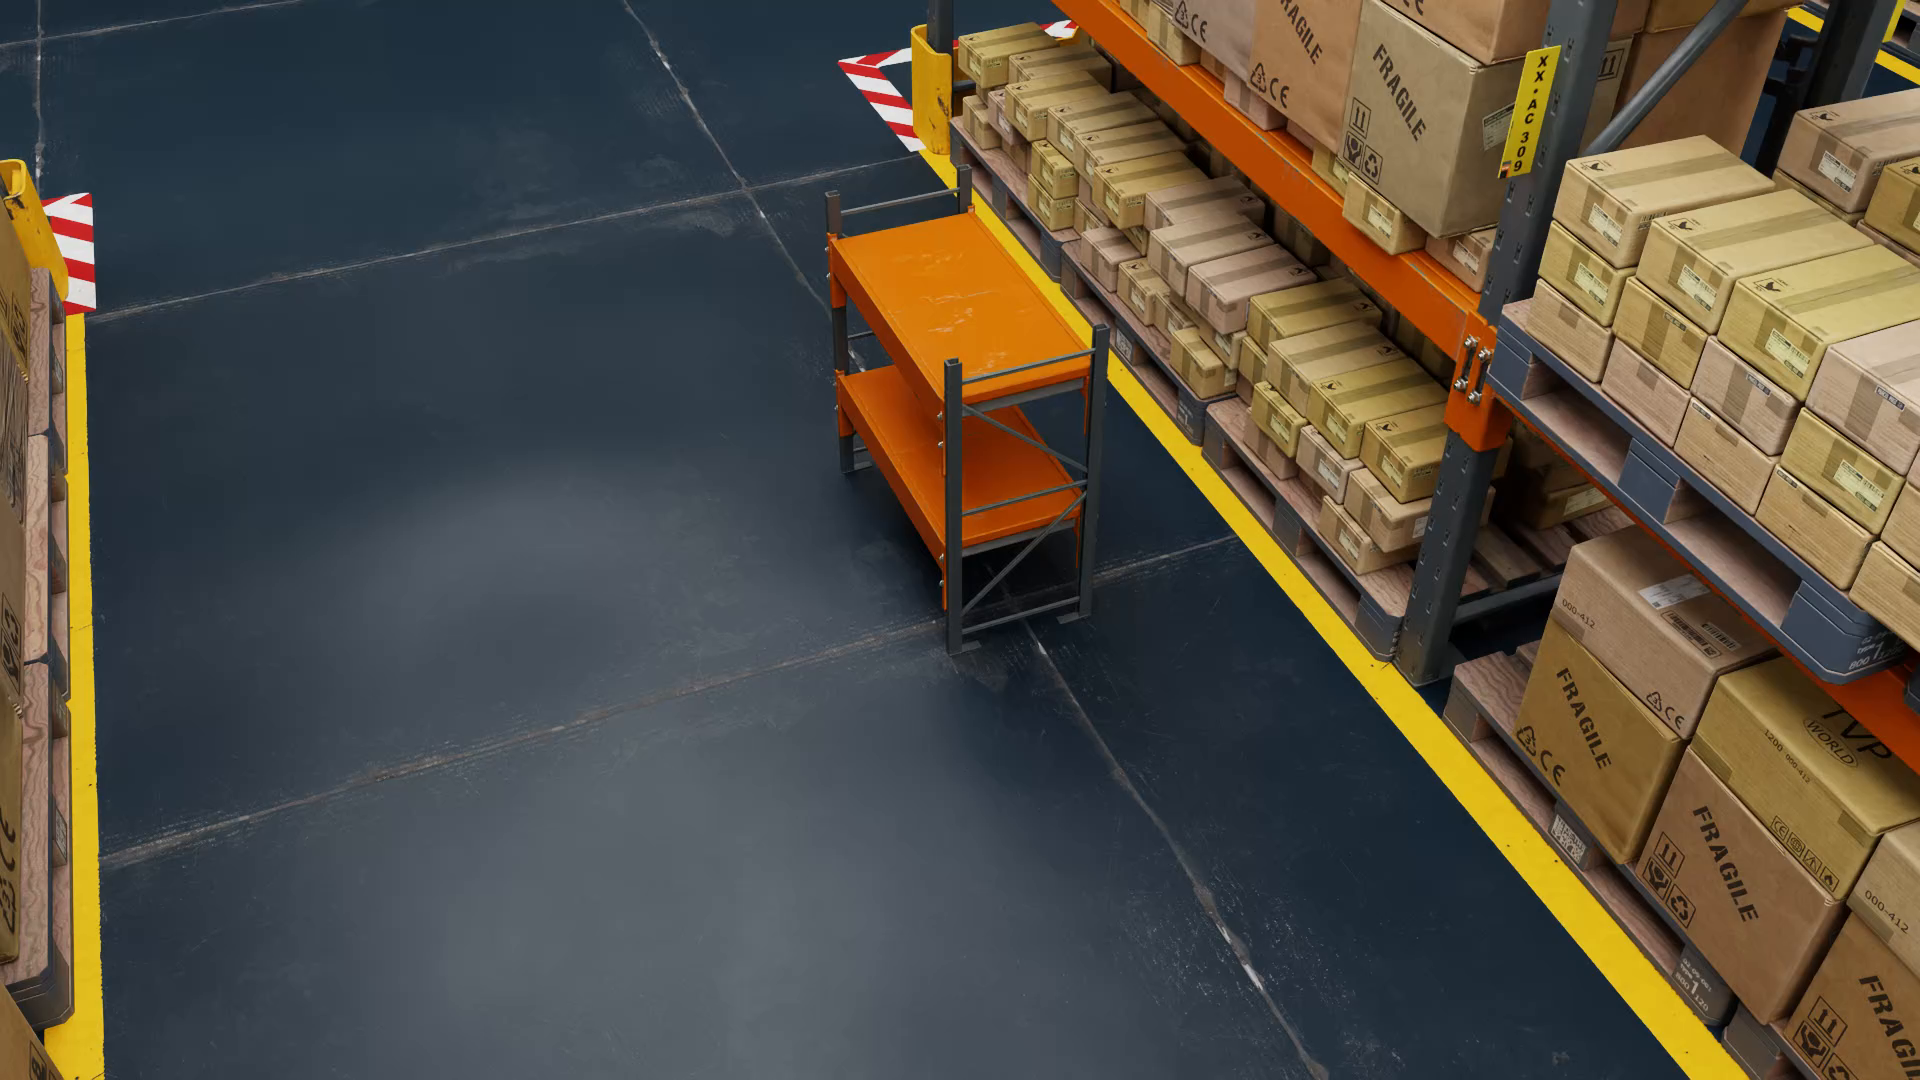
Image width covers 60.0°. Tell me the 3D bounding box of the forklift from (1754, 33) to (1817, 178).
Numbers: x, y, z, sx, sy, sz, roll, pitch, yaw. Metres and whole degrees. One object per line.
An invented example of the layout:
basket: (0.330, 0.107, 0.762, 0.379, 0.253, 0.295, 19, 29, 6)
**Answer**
forklift: (2.951, -2.141, 5.992, 3.031, 2.935, 1.130, 25, 47, 26)

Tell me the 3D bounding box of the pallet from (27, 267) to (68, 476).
pallet: (-3.915, -0.543, 6.220, 1.003, 0.211, 1.213, -15, 43, -17)

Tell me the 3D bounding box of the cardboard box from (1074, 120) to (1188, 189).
cardboard box: (0.678, -1.525, 6.631, 0.380, 0.149, 0.250, -14, 43, -15)

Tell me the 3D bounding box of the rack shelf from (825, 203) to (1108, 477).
rack shelf: (-0.003, -0.652, 5.197, 0.538, 0.278, 1.000, -15, 43, -17)

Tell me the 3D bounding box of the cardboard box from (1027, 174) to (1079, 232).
cardboard box: (0.507, -1.455, 7.006, 0.380, 0.149, 0.250, -15, 43, -16)

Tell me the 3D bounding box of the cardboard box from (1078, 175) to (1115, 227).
cardboard box: (0.707, -1.428, 6.747, 0.380, 0.149, 0.250, -17, 44, -19)

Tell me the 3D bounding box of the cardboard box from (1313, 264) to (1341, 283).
cardboard box: (1.525, -0.922, 6.157, 0.380, 0.149, 0.250, -13, 42, -15)

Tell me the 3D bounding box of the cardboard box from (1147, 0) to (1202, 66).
cardboard box: (0.869, -1.772, 5.702, 0.380, 0.149, 0.250, -14, 43, -16)

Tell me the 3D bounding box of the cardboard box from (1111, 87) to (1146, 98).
cardboard box: (0.844, -2.013, 7.426, 0.380, 0.149, 0.250, -16, 43, -18)

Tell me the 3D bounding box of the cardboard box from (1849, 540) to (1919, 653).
cardboard box: (1.981, 0.080, 3.227, 0.380, 0.149, 0.250, -17, 44, -19)

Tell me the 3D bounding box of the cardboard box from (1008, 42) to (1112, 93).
cardboard box: (0.432, -2.007, 7.191, 0.380, 0.149, 0.250, -14, 43, -16)

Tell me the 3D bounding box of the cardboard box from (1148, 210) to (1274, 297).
cardboard box: (0.915, -1.050, 6.079, 0.380, 0.149, 0.250, -17, 43, -18)

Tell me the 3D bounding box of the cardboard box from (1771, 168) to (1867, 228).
cardboard box: (2.194, -0.816, 4.041, 0.380, 0.149, 0.250, -14, 43, -16)

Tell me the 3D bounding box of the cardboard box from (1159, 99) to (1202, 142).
cardboard box: (1.065, -1.825, 6.980, 0.380, 0.149, 0.250, -17, 43, -19)

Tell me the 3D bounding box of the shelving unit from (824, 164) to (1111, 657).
shelving unit: (-0.003, -0.431, 5.388, 0.538, 1.125, 1.048, -15, 43, -17)

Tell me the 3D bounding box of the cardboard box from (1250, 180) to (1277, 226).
cardboard box: (1.344, -1.340, 6.416, 0.380, 0.149, 0.250, -15, 43, -17)

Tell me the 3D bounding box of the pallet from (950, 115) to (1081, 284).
pallet: (0.636, -1.638, 7.493, 1.003, 0.211, 1.213, -15, 43, -17)

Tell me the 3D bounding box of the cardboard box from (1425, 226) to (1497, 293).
cardboard box: (1.533, -0.848, 4.628, 0.380, 0.149, 0.250, -16, 43, -17)

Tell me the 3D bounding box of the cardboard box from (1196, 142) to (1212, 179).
cardboard box: (1.205, -1.562, 6.902, 0.380, 0.149, 0.250, -14, 43, -16)

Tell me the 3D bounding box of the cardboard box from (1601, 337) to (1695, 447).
cardboard box: (1.696, -0.376, 3.757, 0.380, 0.149, 0.250, -14, 43, -16)

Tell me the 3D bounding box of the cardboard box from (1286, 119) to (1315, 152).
cardboard box: (1.252, -1.324, 5.182, 0.380, 0.149, 0.250, -16, 43, -18)

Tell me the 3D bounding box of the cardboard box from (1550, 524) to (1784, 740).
cardboard box: (1.898, 0.186, 4.253, 0.500, 0.250, 0.500, -17, 44, -19)

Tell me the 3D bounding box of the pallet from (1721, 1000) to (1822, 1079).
pallet: (2.629, 1.432, 3.922, 1.003, 0.211, 1.213, -15, 43, -17)

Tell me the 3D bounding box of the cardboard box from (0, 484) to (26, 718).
cardboard box: (-3.285, 0.034, 4.718, 0.875, 0.875, 0.875, -15, 43, -17)

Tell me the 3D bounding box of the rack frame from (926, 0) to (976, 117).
rack frame: (0.328, -3.239, 7.216, 1.000, 3.000, 0.127, -15, 43, -17)

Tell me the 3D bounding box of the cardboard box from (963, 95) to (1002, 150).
cardboard box: (0.233, -1.922, 7.549, 0.380, 0.149, 0.250, -14, 43, -16)

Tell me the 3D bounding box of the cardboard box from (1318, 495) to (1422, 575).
cardboard box: (1.394, -0.059, 5.383, 0.380, 0.149, 0.250, -15, 43, -16)

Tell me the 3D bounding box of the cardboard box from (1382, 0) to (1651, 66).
cardboard box: (1.429, -1.575, 4.209, 0.500, 0.500, 0.500, -17, 43, -18)

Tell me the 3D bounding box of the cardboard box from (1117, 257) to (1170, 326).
cardboard box: (0.837, -0.993, 6.469, 0.380, 0.149, 0.250, -15, 43, -17)

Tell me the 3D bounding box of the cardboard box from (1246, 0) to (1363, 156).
cardboard box: (1.215, -1.514, 4.905, 0.500, 0.500, 0.500, -16, 43, -18)

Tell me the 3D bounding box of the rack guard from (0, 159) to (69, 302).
rack guard: (-4.302, -1.129, 6.680, 1.175, 0.500, 0.348, -15, 43, -17)

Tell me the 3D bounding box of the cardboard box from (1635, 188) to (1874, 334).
cardboard box: (1.697, -0.601, 3.562, 0.380, 0.149, 0.250, -14, 43, -16)

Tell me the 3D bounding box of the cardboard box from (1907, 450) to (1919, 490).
cardboard box: (1.984, -0.140, 3.027, 0.380, 0.149, 0.250, -15, 43, -17)

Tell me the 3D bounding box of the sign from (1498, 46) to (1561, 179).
sign: (1.360, -1.018, 3.969, 0.100, 0.325, 0.005, -15, 43, -17)

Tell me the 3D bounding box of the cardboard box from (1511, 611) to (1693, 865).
cardboard box: (1.897, 0.470, 4.498, 0.500, 0.500, 0.500, -14, 43, -15)

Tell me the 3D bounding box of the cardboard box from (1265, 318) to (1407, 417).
cardboard box: (1.246, -0.575, 5.526, 0.380, 0.149, 0.250, -15, 43, -17)

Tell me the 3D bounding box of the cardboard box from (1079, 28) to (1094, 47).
cardboard box: (0.765, -2.287, 7.517, 0.380, 0.149, 0.250, -15, 43, -16)

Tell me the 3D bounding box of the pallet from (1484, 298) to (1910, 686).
pallet: (2.017, -0.260, 3.899, 1.003, 0.211, 1.213, -15, 43, -17)

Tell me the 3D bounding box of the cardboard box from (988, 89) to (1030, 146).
cardboard box: (0.344, -1.871, 7.262, 0.380, 0.149, 0.250, -15, 43, -17)

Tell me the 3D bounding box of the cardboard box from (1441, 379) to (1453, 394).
cardboard box: (1.836, -0.449, 5.608, 0.380, 0.149, 0.250, -15, 43, -17)

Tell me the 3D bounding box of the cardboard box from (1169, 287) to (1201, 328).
cardboard box: (1.006, -0.939, 6.177, 0.380, 0.149, 0.250, -17, 44, -19)

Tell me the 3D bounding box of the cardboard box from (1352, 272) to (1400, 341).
cardboard box: (1.605, -0.865, 5.863, 0.380, 0.149, 0.250, -16, 43, -18)

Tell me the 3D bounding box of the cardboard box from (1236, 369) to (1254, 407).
cardboard box: (1.223, -0.569, 5.975, 0.380, 0.149, 0.250, -16, 43, -18)

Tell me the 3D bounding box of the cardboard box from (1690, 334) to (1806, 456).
cardboard box: (1.785, -0.343, 3.491, 0.380, 0.149, 0.250, -14, 43, -16)

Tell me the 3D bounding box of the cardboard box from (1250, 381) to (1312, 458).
cardboard box: (1.211, -0.448, 5.607, 0.380, 0.149, 0.250, -17, 43, -18)

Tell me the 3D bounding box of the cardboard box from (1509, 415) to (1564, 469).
cardboard box: (1.918, -0.393, 5.314, 0.380, 0.149, 0.250, -13, 42, -15)
